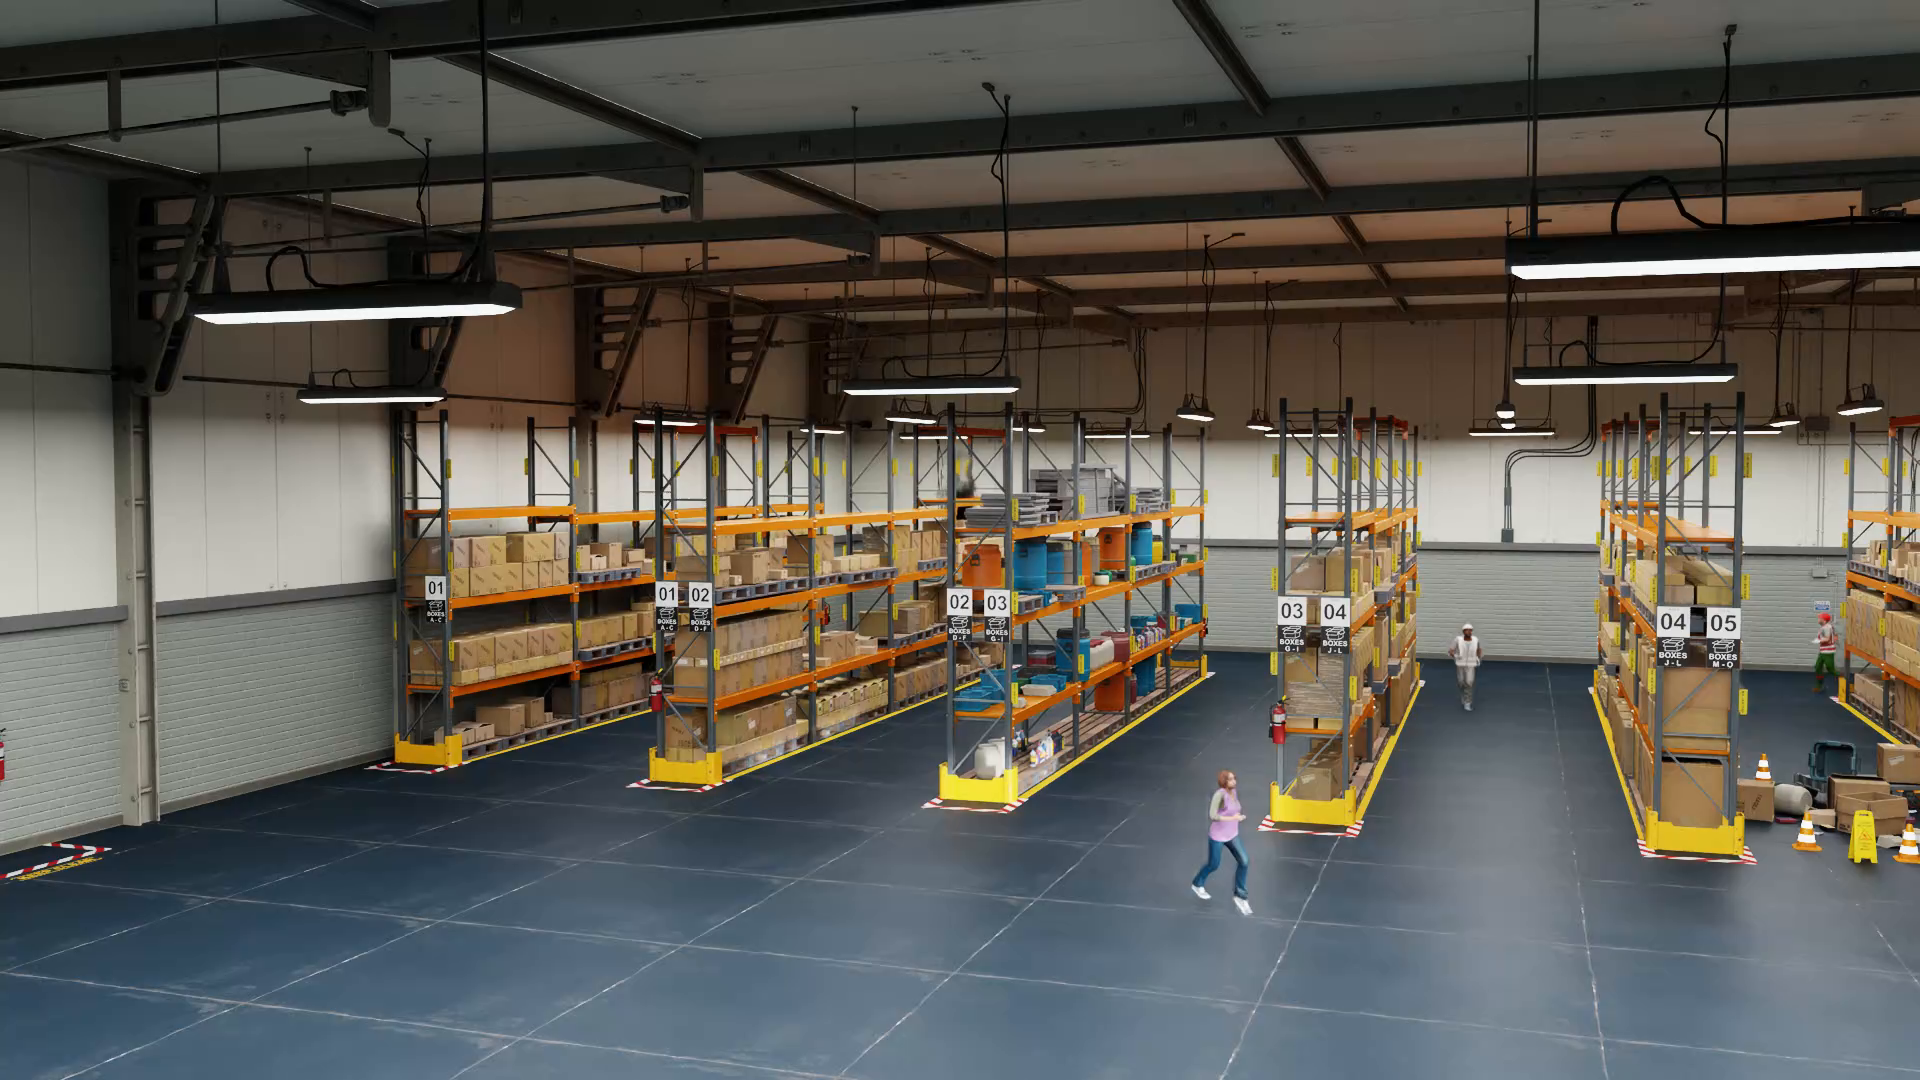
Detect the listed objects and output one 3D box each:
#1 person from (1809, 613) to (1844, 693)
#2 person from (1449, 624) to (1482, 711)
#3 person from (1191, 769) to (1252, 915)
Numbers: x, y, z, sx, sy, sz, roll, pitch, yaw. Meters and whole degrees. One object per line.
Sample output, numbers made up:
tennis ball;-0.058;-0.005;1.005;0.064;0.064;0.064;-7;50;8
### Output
person;19.316;2.534;36.896;0.815;1.825;0.649;1;3;25
person;10.529;2.636;34.647;0.670;1.783;0.859;1;3;13
person;2.937;3.405;18.885;0.512;1.638;0.797;-2;3;-38
